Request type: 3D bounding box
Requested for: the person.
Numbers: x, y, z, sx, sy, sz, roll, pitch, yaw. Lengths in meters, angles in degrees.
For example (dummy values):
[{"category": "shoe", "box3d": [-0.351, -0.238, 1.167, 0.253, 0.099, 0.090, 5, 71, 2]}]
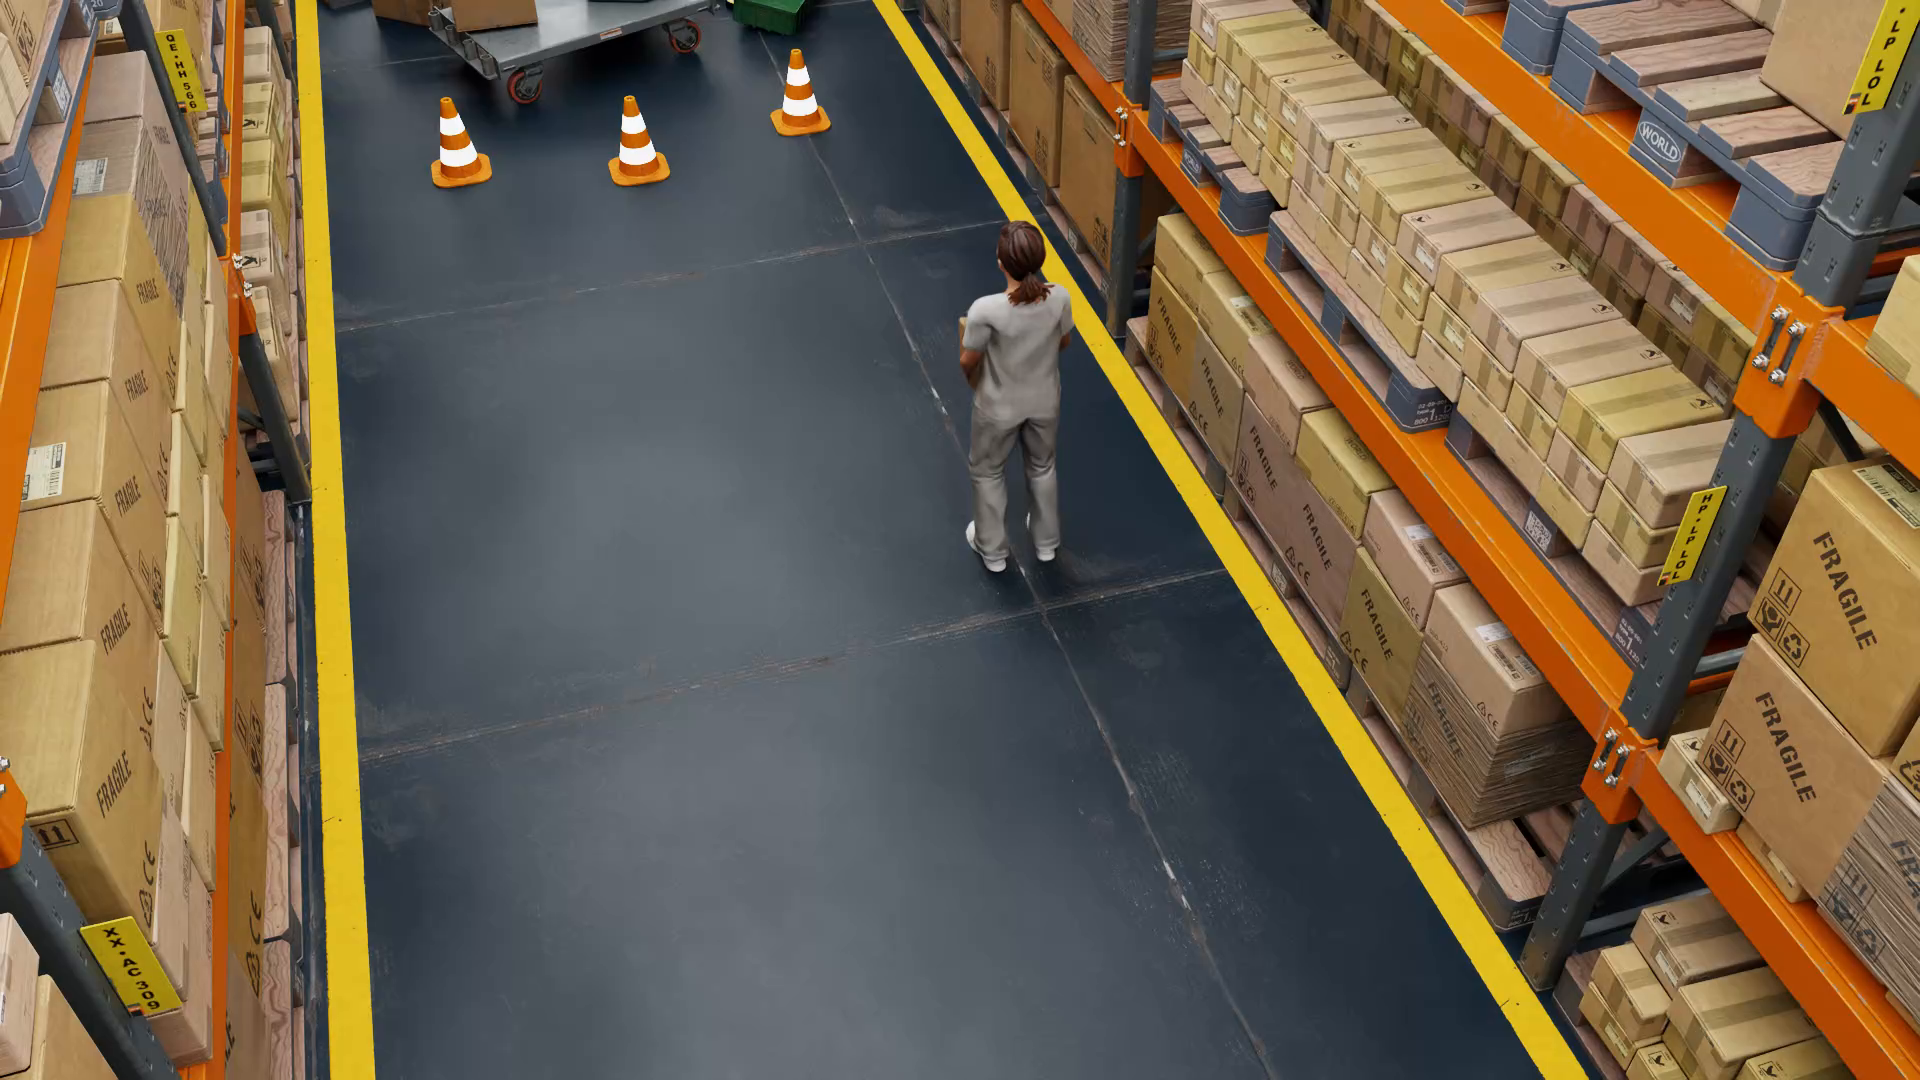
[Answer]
[{"category": "person", "box3d": [0.213, -0.595, 6.812, 0.464, 1.675, 0.475, -12, 44, -13]}]
